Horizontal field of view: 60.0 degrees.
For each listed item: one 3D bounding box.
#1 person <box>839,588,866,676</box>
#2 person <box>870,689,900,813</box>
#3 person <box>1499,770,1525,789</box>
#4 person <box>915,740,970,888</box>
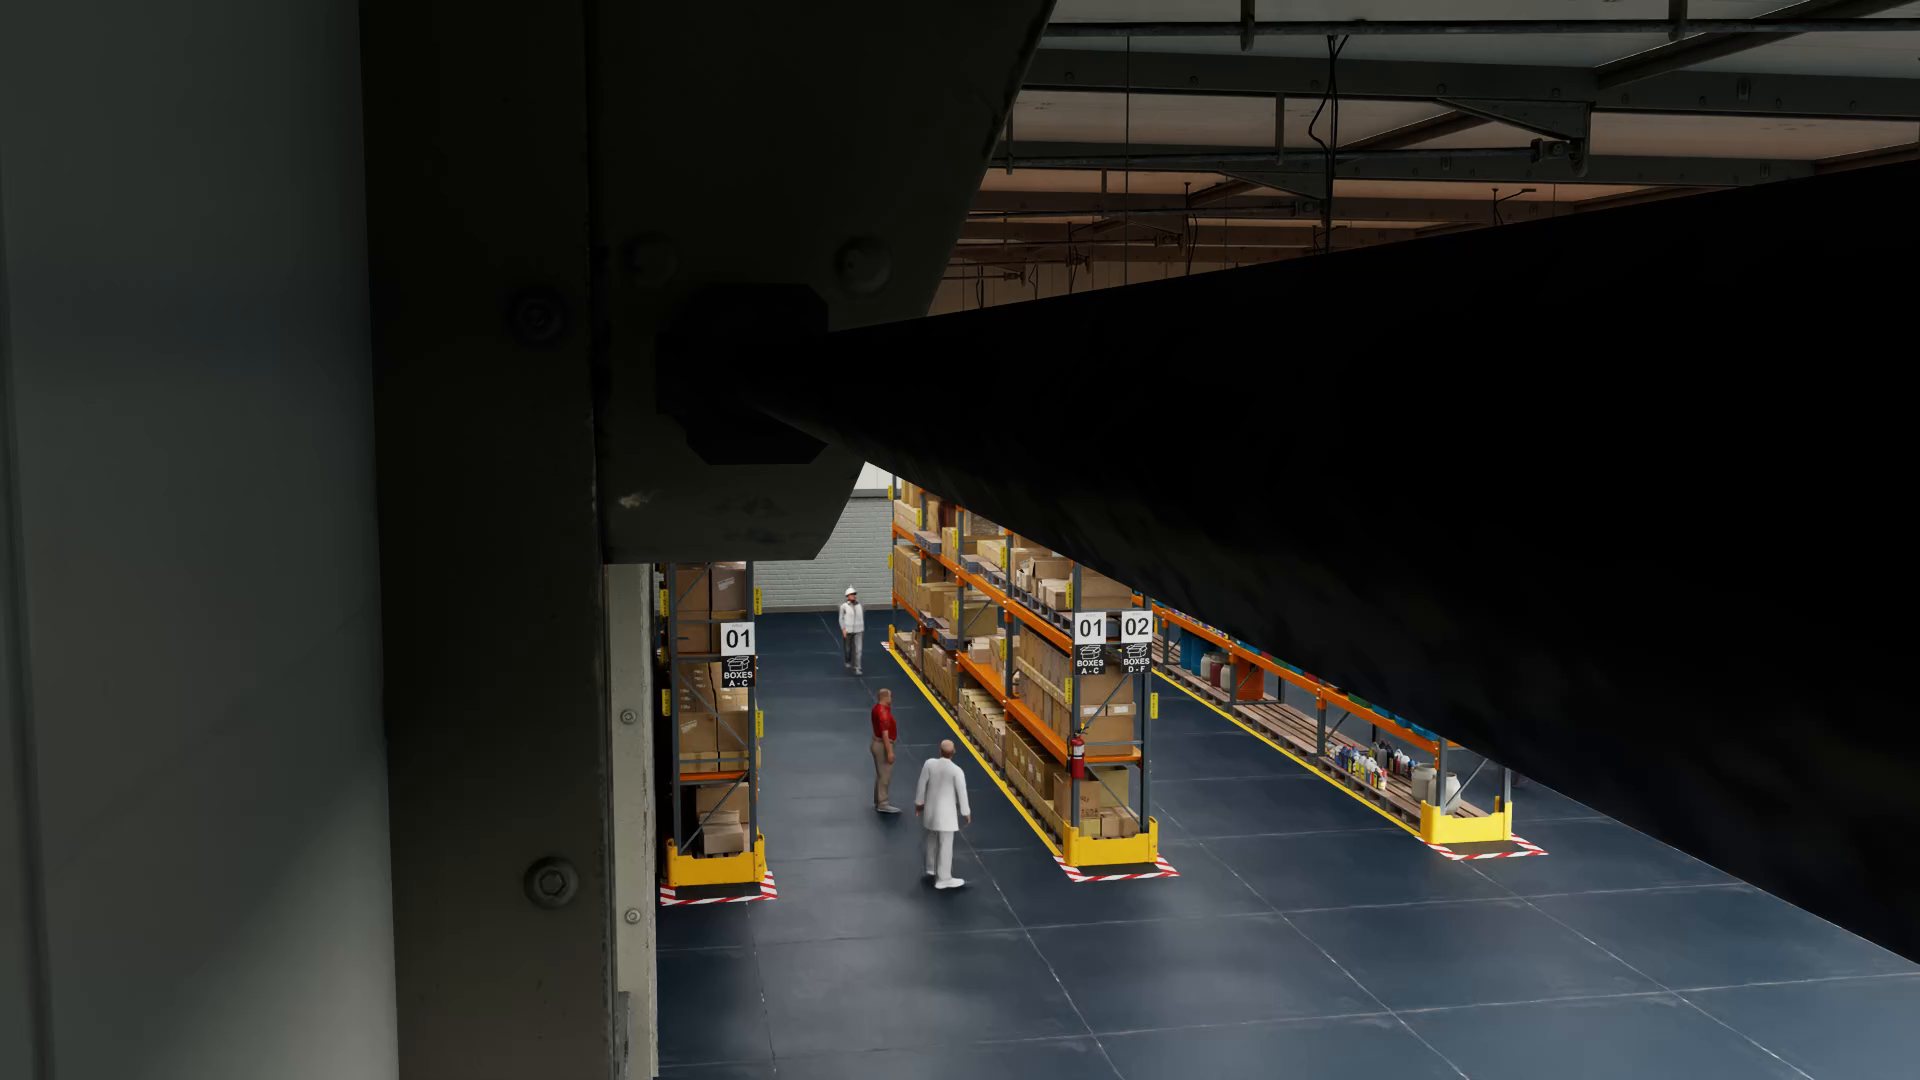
[{"bbox_3d":[-2.159,1.835,33.370,0.546,1.726,1.011,-1,6,-6],"label":"person"},{"bbox_3d":[-1.067,2.993,23.396,0.374,1.819,0.605,-1,6,-13],"label":"person"},{"bbox_3d":[8.251,2.889,24.895,0.372,1.587,0.613,-4,7,-34],"label":"person"},{"bbox_3d":[-0.229,3.288,20.145,0.722,1.805,0.628,5,8,38],"label":"person"}]
